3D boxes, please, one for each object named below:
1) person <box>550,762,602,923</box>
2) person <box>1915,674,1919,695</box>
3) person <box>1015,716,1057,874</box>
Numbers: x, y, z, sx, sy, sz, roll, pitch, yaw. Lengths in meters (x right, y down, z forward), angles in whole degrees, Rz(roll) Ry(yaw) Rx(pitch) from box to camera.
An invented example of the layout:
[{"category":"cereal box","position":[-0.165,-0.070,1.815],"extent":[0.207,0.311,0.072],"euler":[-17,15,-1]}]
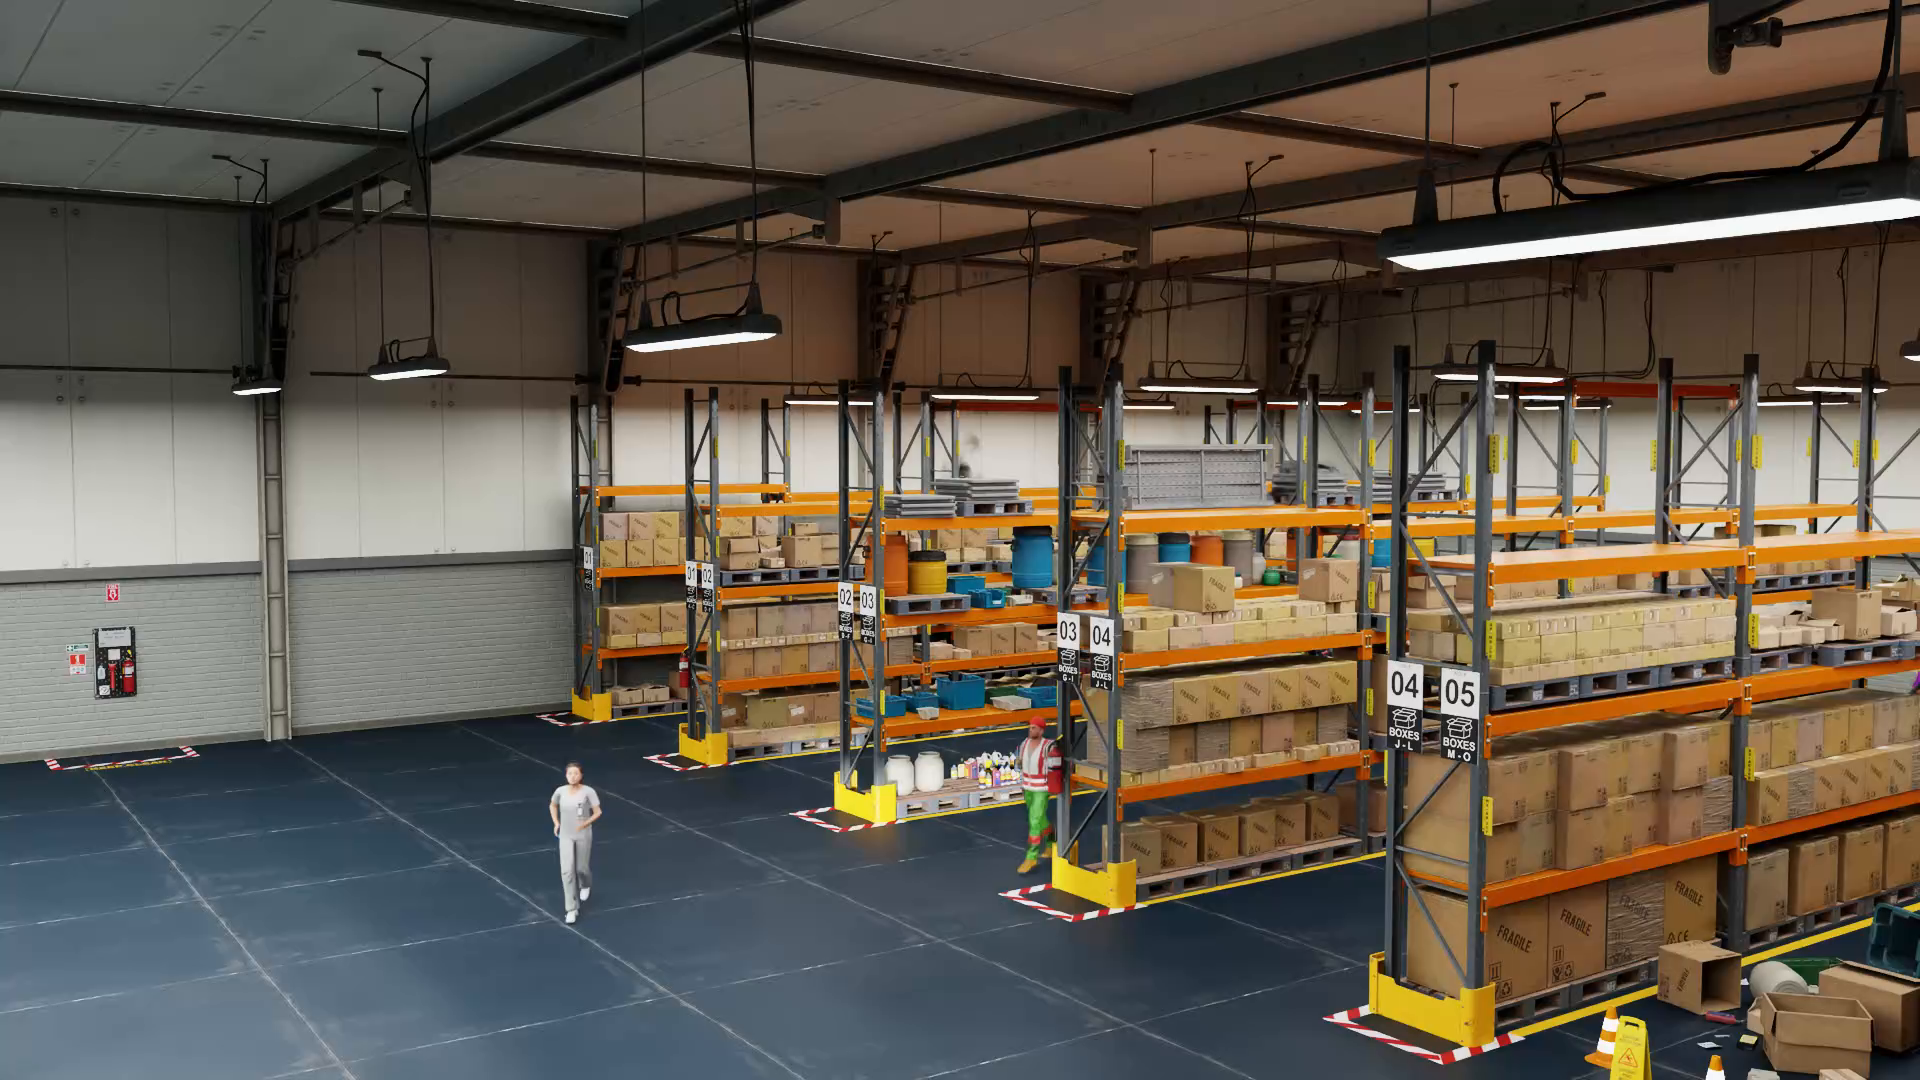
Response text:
[{"category":"person","position":[-4.175,3.230,18.050],"extent":[0.577,1.656,0.914],"euler":[0,3,-5]},{"category":"person","position":[15.702,2.688,26.620],"extent":[0.743,1.749,0.868],"euler":[1,4,14]},{"category":"person","position":[0.929,3.030,20.093],"extent":[0.892,1.819,0.659],"euler":[-3,5,-43]}]
